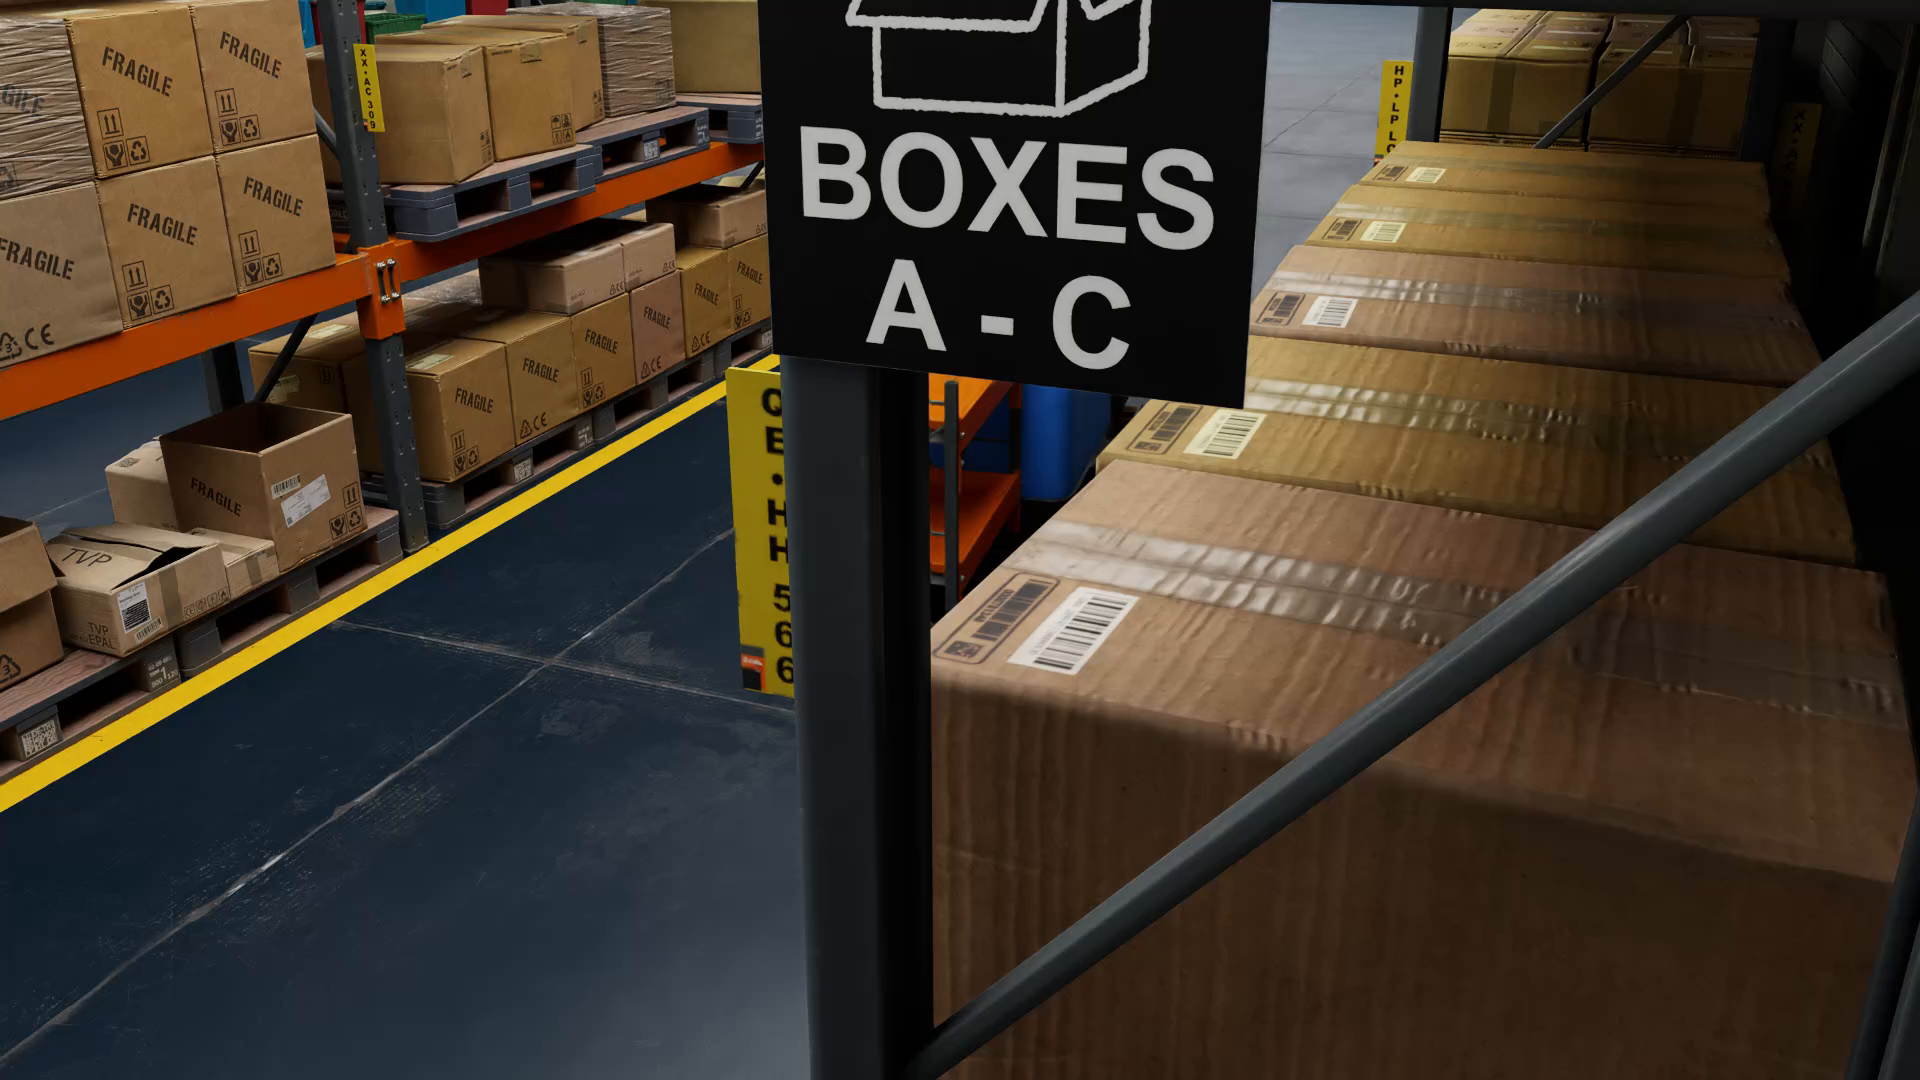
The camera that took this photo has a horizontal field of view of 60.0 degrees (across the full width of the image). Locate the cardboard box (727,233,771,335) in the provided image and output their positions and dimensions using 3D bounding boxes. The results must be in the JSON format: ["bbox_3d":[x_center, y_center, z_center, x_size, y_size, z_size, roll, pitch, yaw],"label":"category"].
[{"bbox_3d":[-1.424,-1.524,9.680,0.500,0.500,0.500,10,25,22],"label":"cardboard box"}]

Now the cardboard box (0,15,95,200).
[{"bbox_3d":[-3.103,-1.337,5.132,0.500,0.500,0.500,9,24,20],"label":"cardboard box"}]

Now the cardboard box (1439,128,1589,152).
[{"bbox_3d":[1.757,-1.098,5.445,0.500,0.500,0.500,8,24,19],"label":"cardboard box"}]

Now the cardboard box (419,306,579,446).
[{"bbox_3d":[-2.187,-0.792,7.927,0.500,0.500,0.500,9,24,21],"label":"cardboard box"}]

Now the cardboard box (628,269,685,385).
[{"bbox_3d":[-1.806,-1.151,8.785,0.500,0.500,0.500,8,24,18],"label":"cardboard box"}]

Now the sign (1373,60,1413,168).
[{"bbox_3d":[1.312,-1.276,5.013,0.100,0.325,0.005,9,24,20],"label":"sign"}]

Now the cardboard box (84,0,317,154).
[{"bbox_3d":[-2.728,-1.701,6.004,0.500,0.500,0.500,9,24,20],"label":"cardboard box"}]

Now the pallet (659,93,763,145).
[{"bbox_3d":[-1.482,-2.502,9.597,1.213,0.211,1.003,9,24,20],"label":"pallet"}]

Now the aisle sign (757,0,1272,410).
[{"bbox_3d":[0.029,-0.489,1.156,0.394,0.787,0.004,9,24,20],"label":"aisle sign"}]

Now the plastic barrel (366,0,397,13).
[{"bbox_3d":[-4.966,-4.737,14.522,0.433,0.535,0.433,0,23,0],"label":"plastic barrel"}]

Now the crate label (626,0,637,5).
[{"bbox_3d":[-3.353,-5.735,17.043,0.502,0.435,0.616,9,24,20],"label":"crate label"}]

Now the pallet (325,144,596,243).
[{"bbox_3d":[-2.383,-1.593,7.422,1.003,0.211,1.213,9,24,20],"label":"pallet"}]

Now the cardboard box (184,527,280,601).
[{"bbox_3d":[-2.813,0.088,6.275,0.380,0.149,0.250,9,24,20],"label":"cardboard box"}]

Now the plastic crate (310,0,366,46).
[{"bbox_3d":[-5.008,-4.118,13.133,0.402,0.464,0.583,9,24,20],"label":"plastic crate"}]

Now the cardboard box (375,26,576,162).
[{"bbox_3d":[-2.201,-2.044,7.578,0.700,0.500,0.500,13,26,28],"label":"cardboard box"}]

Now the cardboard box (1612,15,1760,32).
[{"bbox_3d":[2.602,-1.738,6.005,0.500,0.250,0.500,8,24,18],"label":"cardboard box"}]

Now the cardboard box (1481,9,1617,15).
[{"bbox_3d":[2.333,-1.993,6.615,0.500,0.250,0.500,8,24,19],"label":"cardboard box"}]

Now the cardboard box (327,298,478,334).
[{"bbox_3d":[-2.672,-0.855,8.077,0.500,0.500,0.500,9,24,20],"label":"cardboard box"}]

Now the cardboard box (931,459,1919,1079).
[{"bbox_3d":[0.514,0.405,1.999,0.980,0.700,0.700,10,25,22],"label":"cardboard box"}]

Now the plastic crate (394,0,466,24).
[{"bbox_3d":[-4.528,-4.538,14.244,0.392,0.384,0.575,9,24,20],"label":"plastic crate"}]

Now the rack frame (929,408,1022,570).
[{"bbox_3d":[0.002,-0.415,6.785,0.500,1.125,0.032,6,23,13],"label":"rack frame"}]

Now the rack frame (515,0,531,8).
[{"bbox_3d":[-4.407,-4.985,15.293,1.000,3.000,0.127,9,24,20],"label":"rack frame"}]

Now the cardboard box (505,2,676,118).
[{"bbox_3d":[-1.941,-2.542,8.768,0.700,0.500,0.500,14,26,30],"label":"cardboard box"}]

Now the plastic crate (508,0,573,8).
[{"bbox_3d":[-4.094,-5.126,15.709,0.767,0.338,0.504,9,24,20],"label":"plastic crate"}]

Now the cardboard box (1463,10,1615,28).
[{"bbox_3d":[2.144,-1.810,6.178,0.500,0.250,0.500,9,24,21],"label":"cardboard box"}]

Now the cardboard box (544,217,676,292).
[{"bbox_3d":[-1.818,-1.483,8.608,0.500,0.250,0.500,8,24,19],"label":"cardboard box"}]

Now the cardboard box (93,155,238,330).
[{"bbox_3d":[-2.918,-1.058,5.760,0.500,0.500,0.500,9,24,22],"label":"cardboard box"}]

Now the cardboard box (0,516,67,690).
[{"bbox_3d":[-3.474,0.210,5.523,0.797,0.503,0.637,9,24,20],"label":"cardboard box"}]

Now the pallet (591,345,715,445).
[{"bbox_3d":[-2.062,-0.860,9.034,1.003,0.211,1.213,9,24,20],"label":"pallet"}]

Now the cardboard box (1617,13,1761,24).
[{"bbox_3d":[2.800,-1.924,6.450,0.500,0.250,0.500,8,24,19],"label":"cardboard box"}]

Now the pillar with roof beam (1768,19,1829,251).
[{"bbox_3d":[0.595,-5.861,9.607,9.100,9.000,0.400,9,24,20],"label":"pillar with roof beam"}]

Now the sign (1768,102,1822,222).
[{"bbox_3d":[2.336,-1.061,4.672,0.100,0.325,0.005,9,24,20],"label":"sign"}]

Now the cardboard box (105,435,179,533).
[{"bbox_3d":[-3.138,-0.255,6.886,0.500,0.311,0.500,9,24,20],"label":"cardboard box"}]

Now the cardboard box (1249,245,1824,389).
[{"bbox_3d":[1.066,-0.128,3.276,0.980,0.700,0.700,8,24,17],"label":"cardboard box"}]

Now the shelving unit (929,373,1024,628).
[{"bbox_3d":[-0.124,-0.225,6.330,0.538,1.125,1.048,6,23,13],"label":"shelving unit"}]

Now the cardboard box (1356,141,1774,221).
[{"bbox_3d":[1.603,-0.650,4.526,0.980,0.700,0.700,9,24,21],"label":"cardboard box"}]

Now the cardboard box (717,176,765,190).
[{"bbox_3d":[-1.329,-2.250,11.039,0.500,0.311,0.500,9,24,21],"label":"cardboard box"}]

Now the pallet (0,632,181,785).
[{"bbox_3d":[-3.488,0.559,5.639,1.003,0.211,1.213,9,24,20],"label":"pallet"}]

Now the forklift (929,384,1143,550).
[{"bbox_3d":[0.318,-1.832,7.834,1.130,2.935,3.031,6,23,13],"label":"forklift"}]

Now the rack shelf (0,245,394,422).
[{"bbox_3d":[-3.524,-0.364,5.163,1.077,0.370,4.000,9,24,20],"label":"rack shelf"}]

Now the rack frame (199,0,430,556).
[{"bbox_3d":[-2.781,-1.412,6.738,1.000,3.000,0.127,9,24,20],"label":"rack frame"}]

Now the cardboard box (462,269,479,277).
[{"bbox_3d":[-2.299,-1.216,8.942,0.500,0.500,0.500,8,24,18],"label":"cardboard box"}]

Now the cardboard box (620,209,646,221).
[{"bbox_3d":[-1.729,-1.771,10.270,0.500,0.500,0.500,10,25,22],"label":"cardboard box"}]

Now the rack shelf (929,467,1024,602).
[{"bbox_3d":[-0.124,0.000,6.425,0.538,0.278,1.000,6,23,13],"label":"rack shelf"}]
